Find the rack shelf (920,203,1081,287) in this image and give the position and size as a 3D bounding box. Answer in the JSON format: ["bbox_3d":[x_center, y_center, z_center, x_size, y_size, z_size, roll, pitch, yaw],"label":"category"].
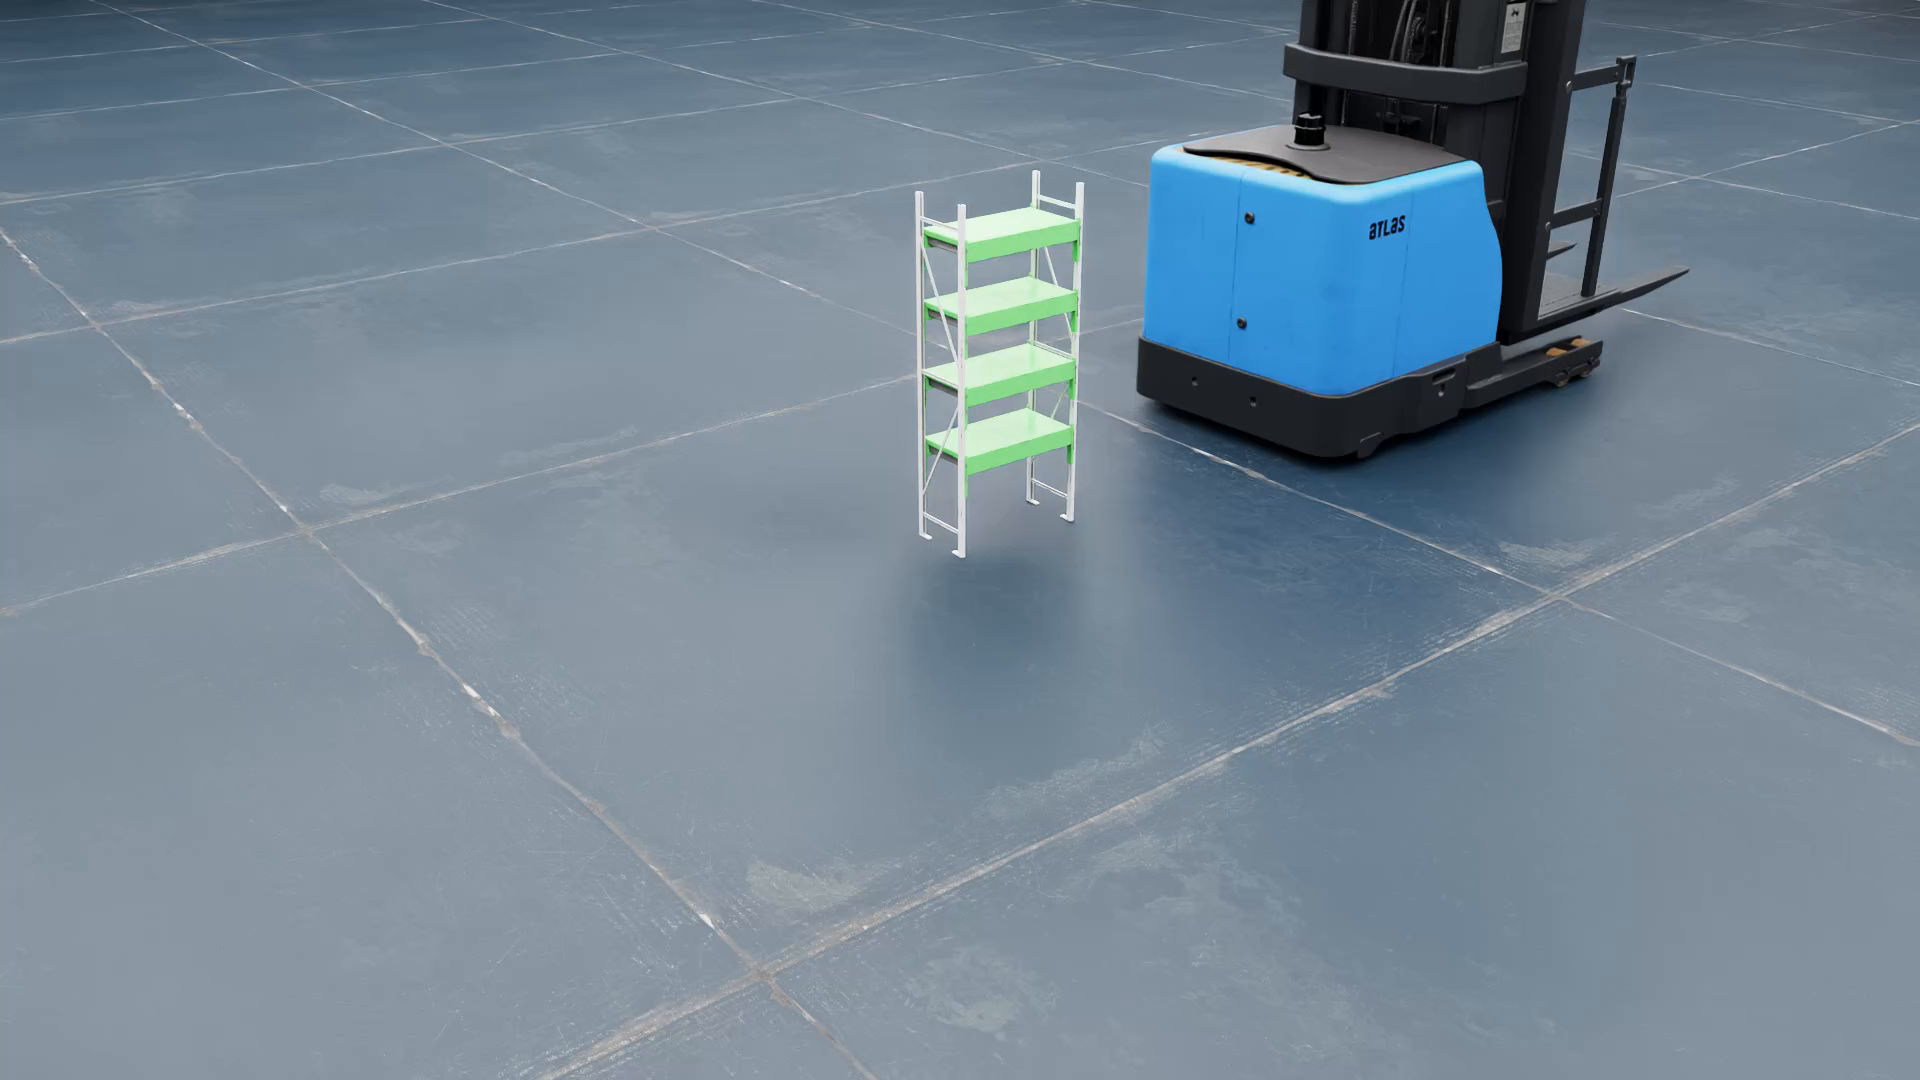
[{"bbox_3d":[0.130,-0.965,5.415,0.480,0.148,0.258,-18,31,-34],"label":"rack shelf"}]

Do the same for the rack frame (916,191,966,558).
[{"bbox_3d":[-0.062,-0.524,5.453,0.015,1.200,0.240,-18,31,-34],"label":"rack frame"}]

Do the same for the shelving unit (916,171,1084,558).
[{"bbox_3d":[0.130,-0.587,5.590,0.503,1.200,0.258,-18,31,-34],"label":"shelving unit"}]

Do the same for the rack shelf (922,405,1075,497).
[{"bbox_3d":[0.130,-0.312,5.718,0.480,0.148,0.258,-18,31,-34],"label":"rack shelf"}]

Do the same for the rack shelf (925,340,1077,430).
[{"bbox_3d":[0.130,-0.529,5.617,0.480,0.148,0.258,-18,31,-34],"label":"rack shelf"}]

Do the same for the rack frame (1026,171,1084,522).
[{"bbox_3d":[0.322,-0.651,5.727,0.015,1.200,0.240,-18,31,-34],"label":"rack frame"}]

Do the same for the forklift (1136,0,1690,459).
[{"bbox_3d":[2.179,-2.138,6.876,3.031,2.935,1.130,-20,32,-36],"label":"forklift"}]

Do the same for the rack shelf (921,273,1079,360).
[{"bbox_3d":[0.130,-0.747,5.516,0.480,0.148,0.258,-18,31,-34],"label":"rack shelf"}]
